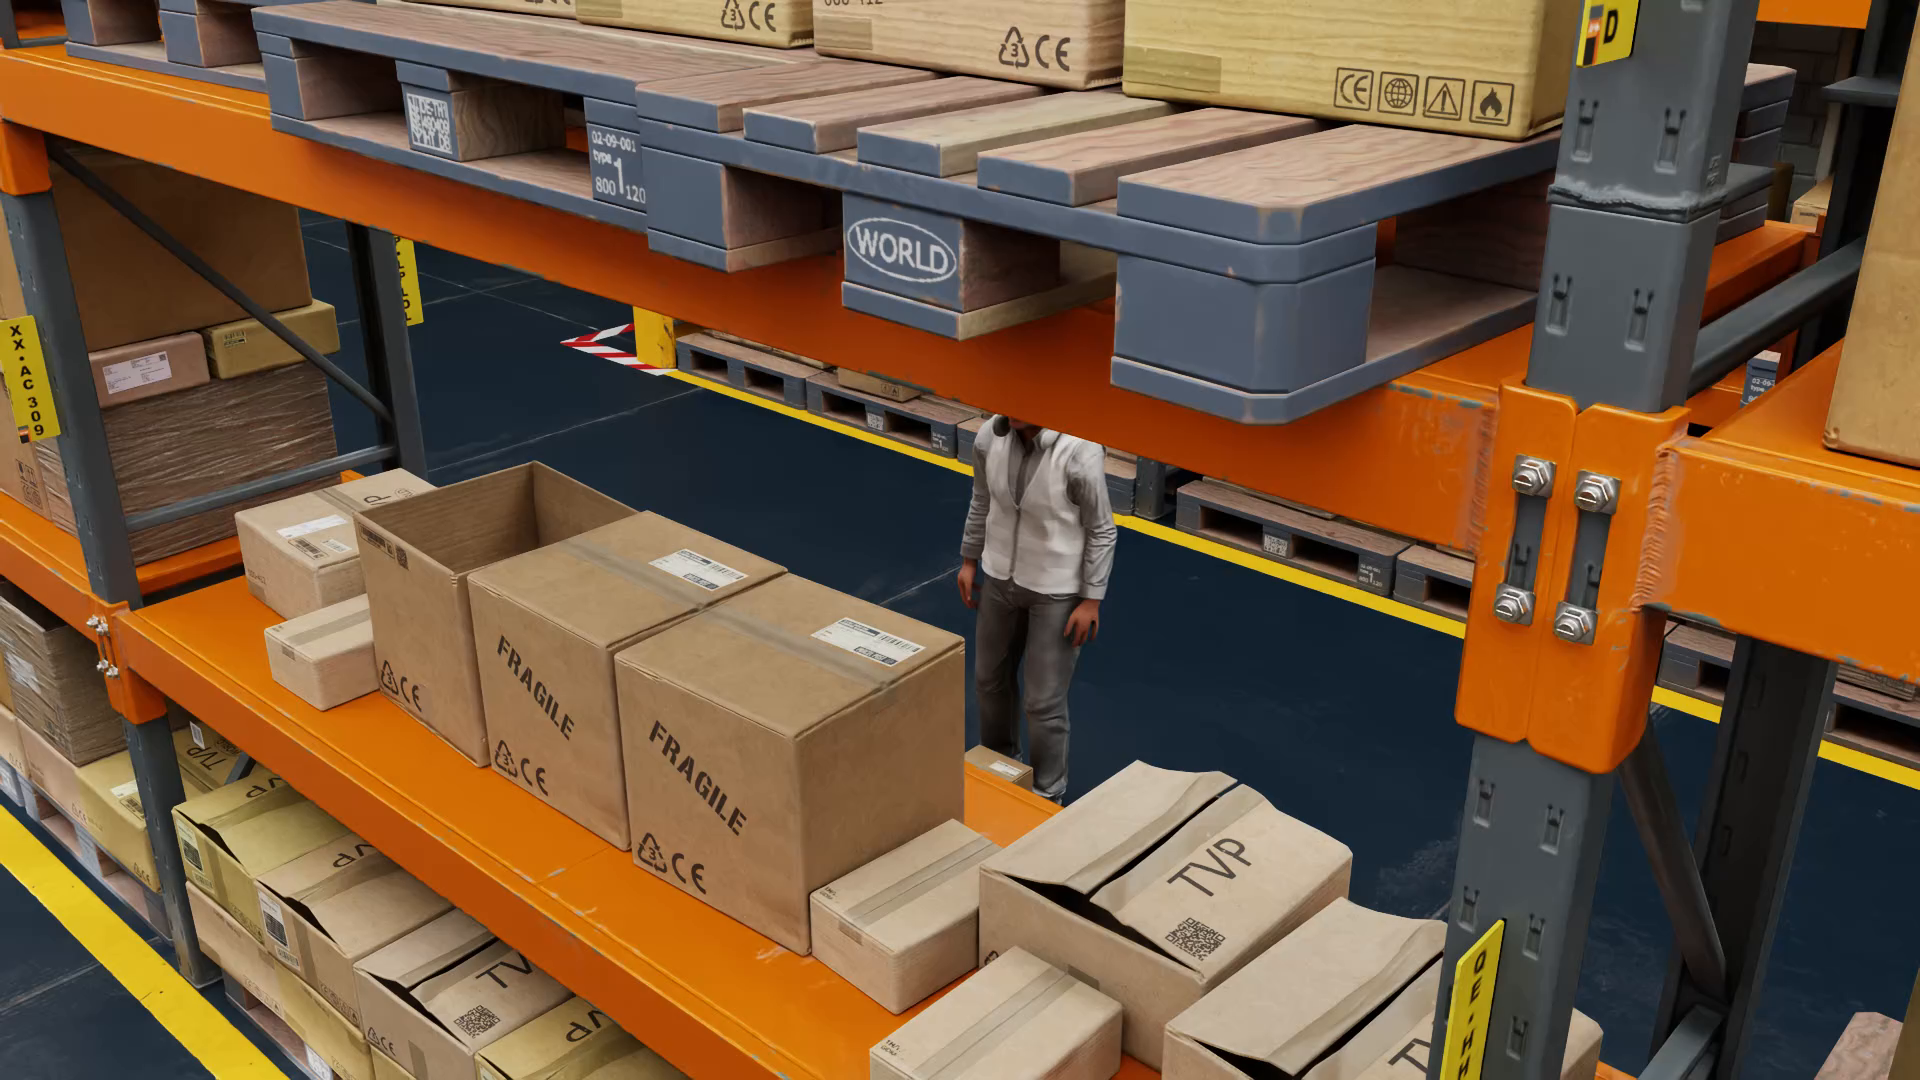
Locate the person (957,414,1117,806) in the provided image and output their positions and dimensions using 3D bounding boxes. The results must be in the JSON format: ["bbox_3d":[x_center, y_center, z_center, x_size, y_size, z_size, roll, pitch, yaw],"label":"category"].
[{"bbox_3d":[0.254,0.146,5.735,0.592,1.773,0.466,18,30,36],"label":"person"}]
